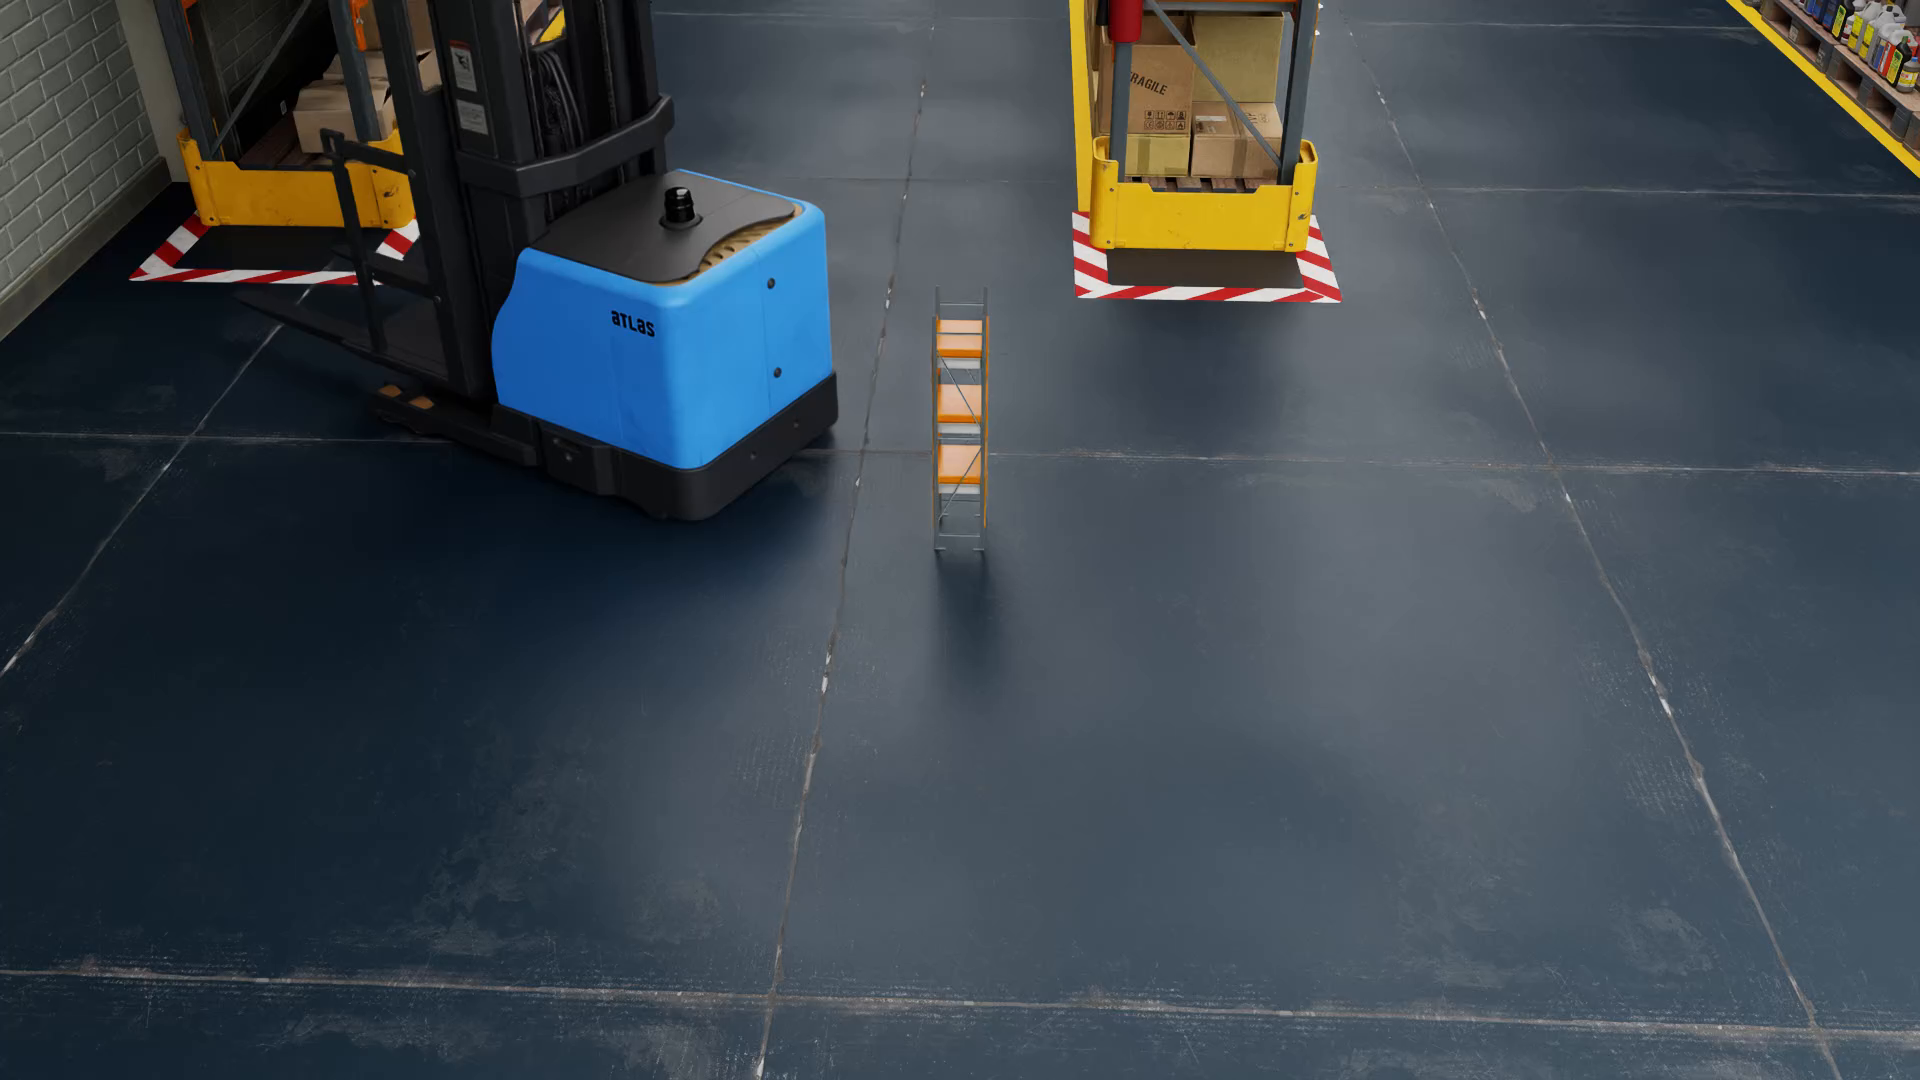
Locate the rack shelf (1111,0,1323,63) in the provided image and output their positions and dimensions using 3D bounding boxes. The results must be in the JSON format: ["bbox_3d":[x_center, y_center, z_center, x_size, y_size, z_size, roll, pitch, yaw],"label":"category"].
[{"bbox_3d":[1.378,-3.759,10.115,1.077,0.370,4.000,1,35,2],"label":"rack shelf"}]

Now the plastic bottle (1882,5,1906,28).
[{"bbox_3d":[6.085,-3.355,10.901,0.152,0.276,0.135,1,35,2],"label":"plastic bottle"}]

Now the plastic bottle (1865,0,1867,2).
[{"bbox_3d":[6.075,-3.609,11.266,0.097,0.271,0.097,0,35,0],"label":"plastic bottle"}]

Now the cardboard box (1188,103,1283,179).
[{"bbox_3d":[1.542,-2.254,9.374,0.500,0.250,0.500,1,35,2],"label":"cardboard box"}]

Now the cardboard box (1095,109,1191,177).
[{"bbox_3d":[1.024,-2.266,9.391,0.500,0.250,0.500,1,35,2],"label":"cardboard box"}]

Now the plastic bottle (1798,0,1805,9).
[{"bbox_3d":[5.949,-3.831,11.643,0.097,0.201,0.097,0,35,0],"label":"plastic bottle"}]

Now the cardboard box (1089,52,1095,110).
[{"bbox_3d":[1.051,-2.840,10.209,0.500,0.250,0.500,1,35,2],"label":"cardboard box"}]

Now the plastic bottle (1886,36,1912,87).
[{"bbox_3d":[5.869,-2.989,10.374,0.061,0.283,0.133,2,35,3],"label":"plastic bottle"}]

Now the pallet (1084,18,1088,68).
[{"bbox_3d":[1.385,-3.605,11.696,1.003,0.211,1.213,1,35,2],"label":"pallet"}]

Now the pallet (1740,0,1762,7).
[{"bbox_3d":[6.400,-4.397,12.822,1.003,0.211,1.213,1,35,2],"label":"pallet"}]

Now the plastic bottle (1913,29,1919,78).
[{"bbox_3d":[6.027,-3.063,10.480,0.061,0.283,0.133,1,35,2],"label":"plastic bottle"}]

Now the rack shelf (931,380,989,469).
[{"bbox_3d":[0.002,-0.452,6.498,0.215,0.259,0.240,1,35,2],"label":"rack shelf"}]

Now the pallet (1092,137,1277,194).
[{"bbox_3d":[1.287,-2.203,9.701,1.003,0.211,1.213,1,35,2],"label":"pallet"}]

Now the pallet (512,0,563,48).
[{"bbox_3d":[-3.483,-3.787,11.954,1.003,0.211,1.213,1,35,2],"label":"pallet"}]

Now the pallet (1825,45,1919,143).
[{"bbox_3d":[6.293,-2.857,10.631,1.003,0.211,1.213,1,35,2],"label":"pallet"}]

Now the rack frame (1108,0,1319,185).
[{"bbox_3d":[1.298,-2.904,8.273,1.000,3.000,0.127,1,35,2],"label":"rack frame"}]

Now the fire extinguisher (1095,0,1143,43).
[{"bbox_3d":[0.829,-2.815,8.214,0.296,0.674,0.183,1,35,2],"label":"fire extinguisher"}]

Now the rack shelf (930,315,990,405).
[{"bbox_3d":[0.002,-0.684,6.335,0.215,0.259,0.240,1,35,2],"label":"rack shelf"}]

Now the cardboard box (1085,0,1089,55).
[{"bbox_3d":[1.086,-3.415,11.027,0.500,0.250,0.500,1,35,2],"label":"cardboard box"}]

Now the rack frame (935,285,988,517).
[{"bbox_3d":[0.007,-0.530,6.592,0.200,1.050,0.008,1,35,2],"label":"rack frame"}]

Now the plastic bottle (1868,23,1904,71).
[{"bbox_3d":[5.926,-3.142,10.598,0.152,0.276,0.135,0,35,1],"label":"plastic bottle"}]

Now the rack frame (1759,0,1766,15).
[{"bbox_3d":[6.408,-5.085,11.377,1.000,3.000,0.127,1,35,2],"label":"rack frame"}]

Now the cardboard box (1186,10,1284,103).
[{"bbox_3d":[1.560,-2.848,9.567,0.500,0.500,0.500,1,35,2],"label":"cardboard box"}]

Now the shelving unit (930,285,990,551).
[{"bbox_3d":[0.002,-0.460,6.492,0.215,1.050,0.252,1,35,2],"label":"shelving unit"}]

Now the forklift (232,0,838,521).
[{"bbox_3d":[-2.065,-1.908,6.916,3.031,2.935,1.130,20,40,25],"label":"forklift"}]

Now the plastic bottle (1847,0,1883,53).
[{"bbox_3d":[5.936,-3.375,10.864,0.144,0.351,0.185,1,35,2],"label":"plastic bottle"}]

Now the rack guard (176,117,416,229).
[{"bbox_3d":[-3.649,-2.037,9.214,1.175,0.500,0.348,1,35,2],"label":"rack guard"}]

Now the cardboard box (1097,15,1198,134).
[{"bbox_3d":[1.022,-2.572,9.175,0.500,0.500,0.500,1,35,2],"label":"cardboard box"}]

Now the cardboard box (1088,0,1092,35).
[{"bbox_3d":[1.069,-3.435,10.402,0.500,0.500,0.500,1,35,2],"label":"cardboard box"}]

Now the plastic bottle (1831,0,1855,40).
[{"bbox_3d":[5.905,-3.497,11.098,0.061,0.283,0.133,3,35,4],"label":"plastic bottle"}]

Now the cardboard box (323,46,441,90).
[{"bbox_3d":[-3.511,-2.819,10.108,0.500,0.311,0.500,4,35,6],"label":"cardboard box"}]

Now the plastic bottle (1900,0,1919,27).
[{"bbox_3d":[6.513,-3.653,11.325,0.152,0.276,0.135,1,35,2],"label":"plastic bottle"}]

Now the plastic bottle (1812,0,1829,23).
[{"bbox_3d":[5.961,-3.727,11.366,0.144,0.351,0.185,2,35,3],"label":"plastic bottle"}]
